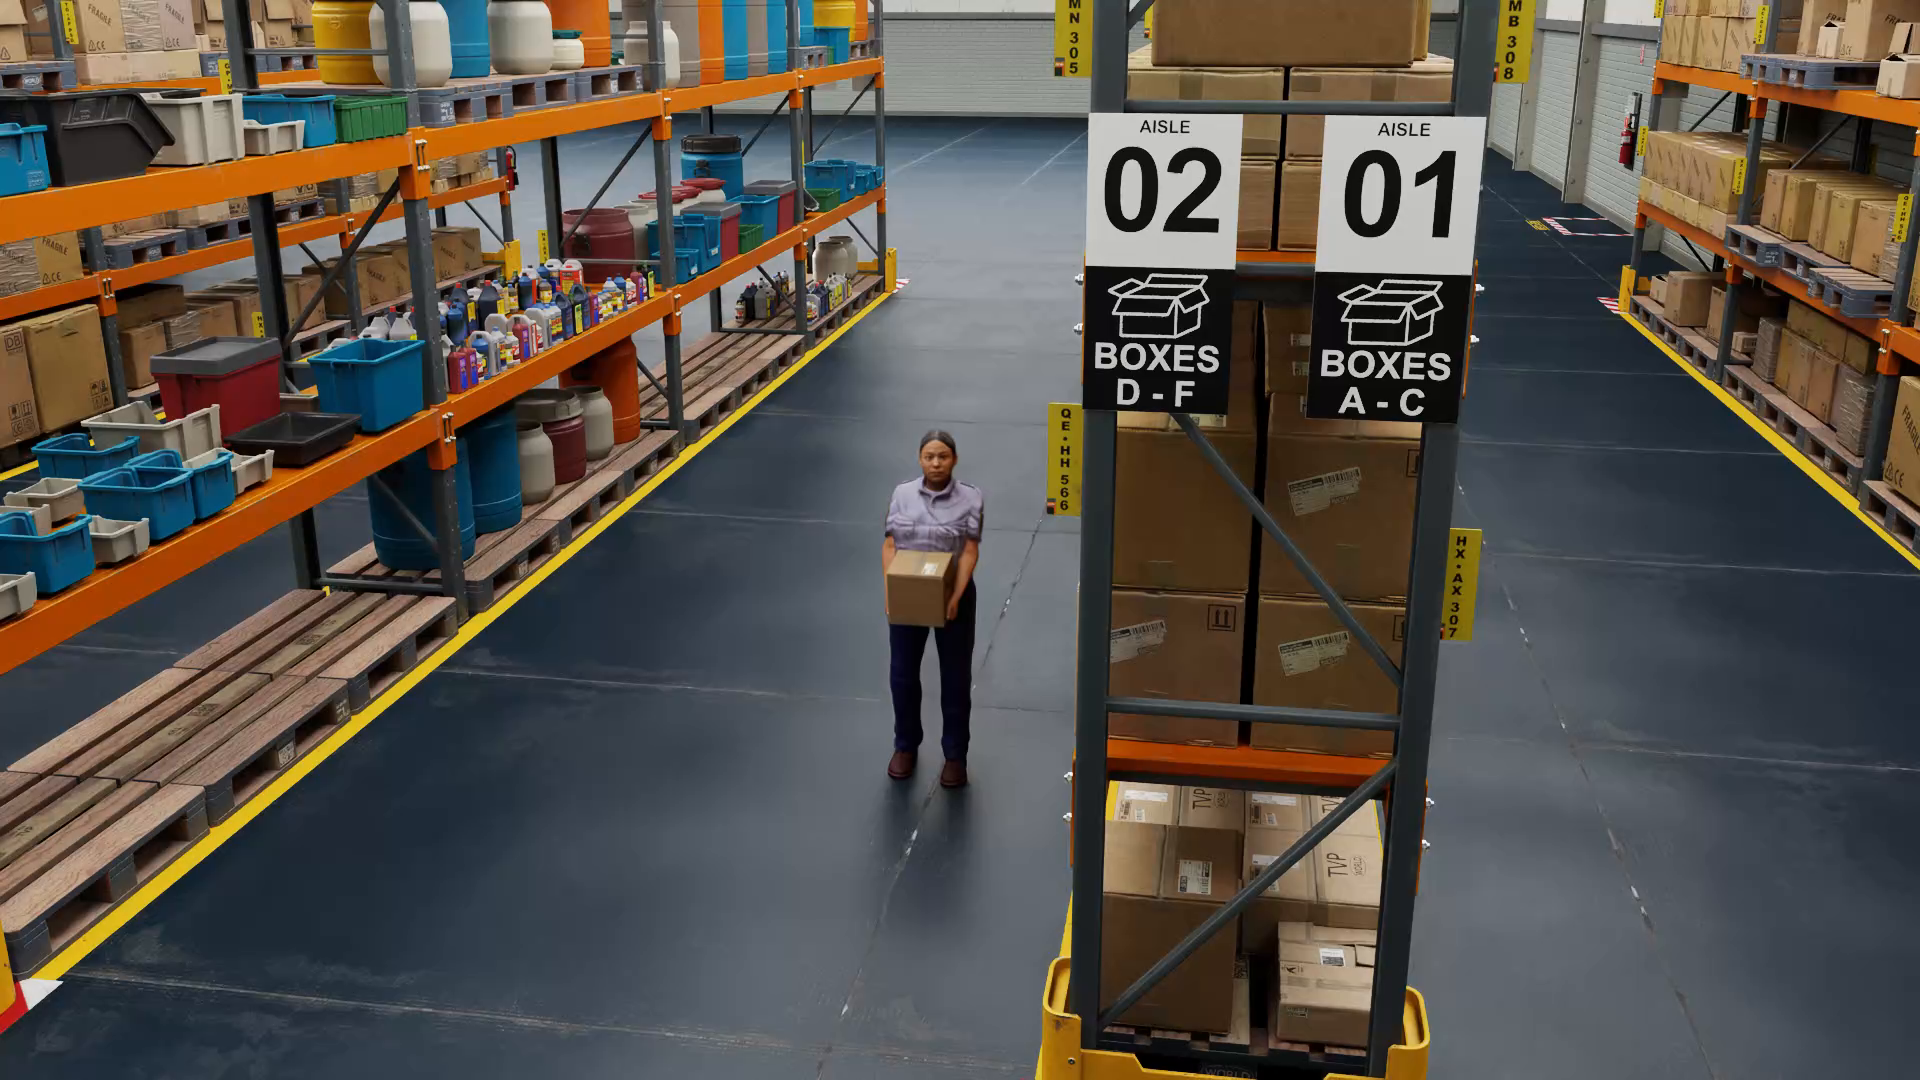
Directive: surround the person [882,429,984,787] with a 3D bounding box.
[{"bbox_3d":[-0.136,0.324,7.601,0.453,1.639,0.514,3,18,10],"label":"person"}]
